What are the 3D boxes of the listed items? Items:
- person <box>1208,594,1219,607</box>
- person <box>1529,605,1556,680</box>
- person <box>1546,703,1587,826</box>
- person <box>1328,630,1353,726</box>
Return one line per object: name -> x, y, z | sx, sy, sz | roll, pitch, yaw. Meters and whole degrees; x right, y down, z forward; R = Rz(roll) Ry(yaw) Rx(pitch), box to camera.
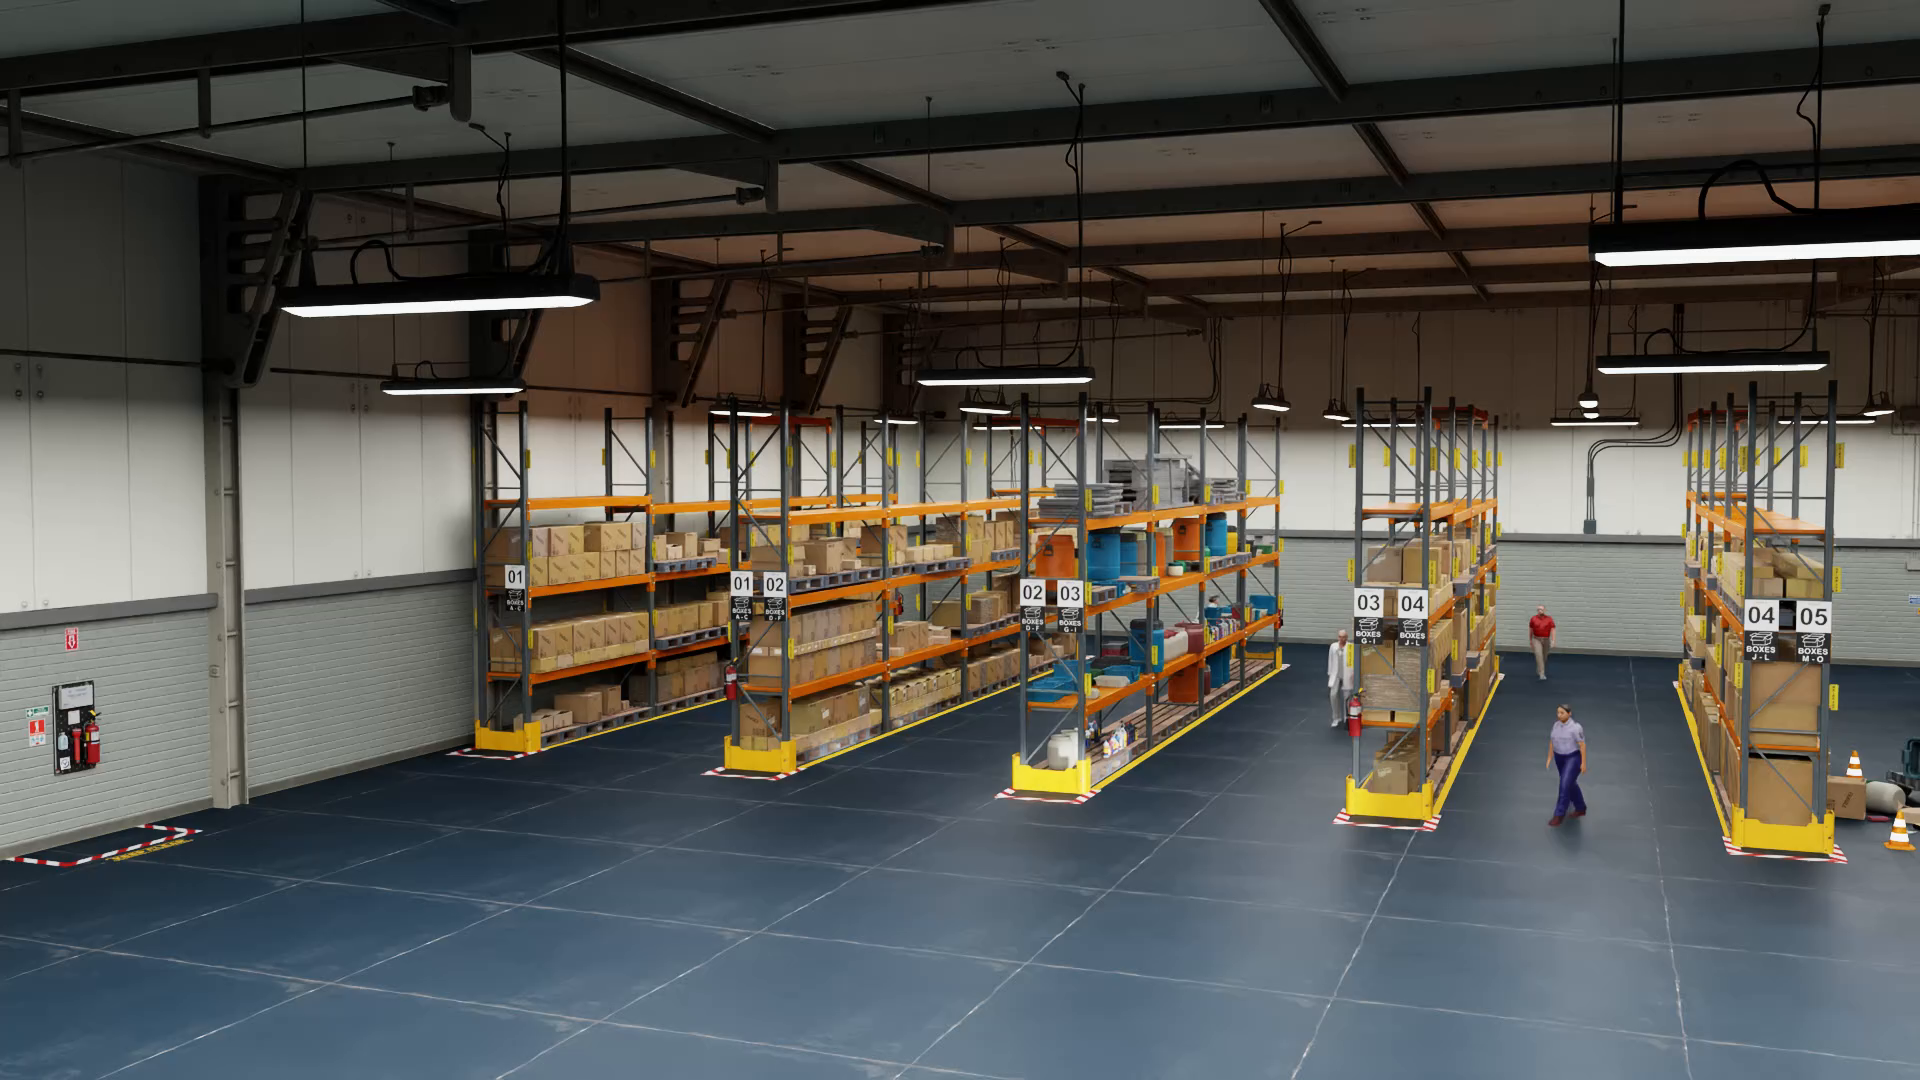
person -> 6.218, 2.166, 41.134 | 0.623, 1.660, 0.514 | -1, 3, -13
person -> 13.270, 2.309, 37.854 | 0.509, 1.664, 1.088 | 0, 3, 3
person -> 8.345, 3.058, 22.924 | 0.878, 1.606, 0.536 | -1, 3, -20
person -> 7.217, 2.613, 31.343 | 0.631, 1.846, 0.594 | 2, 3, 31
